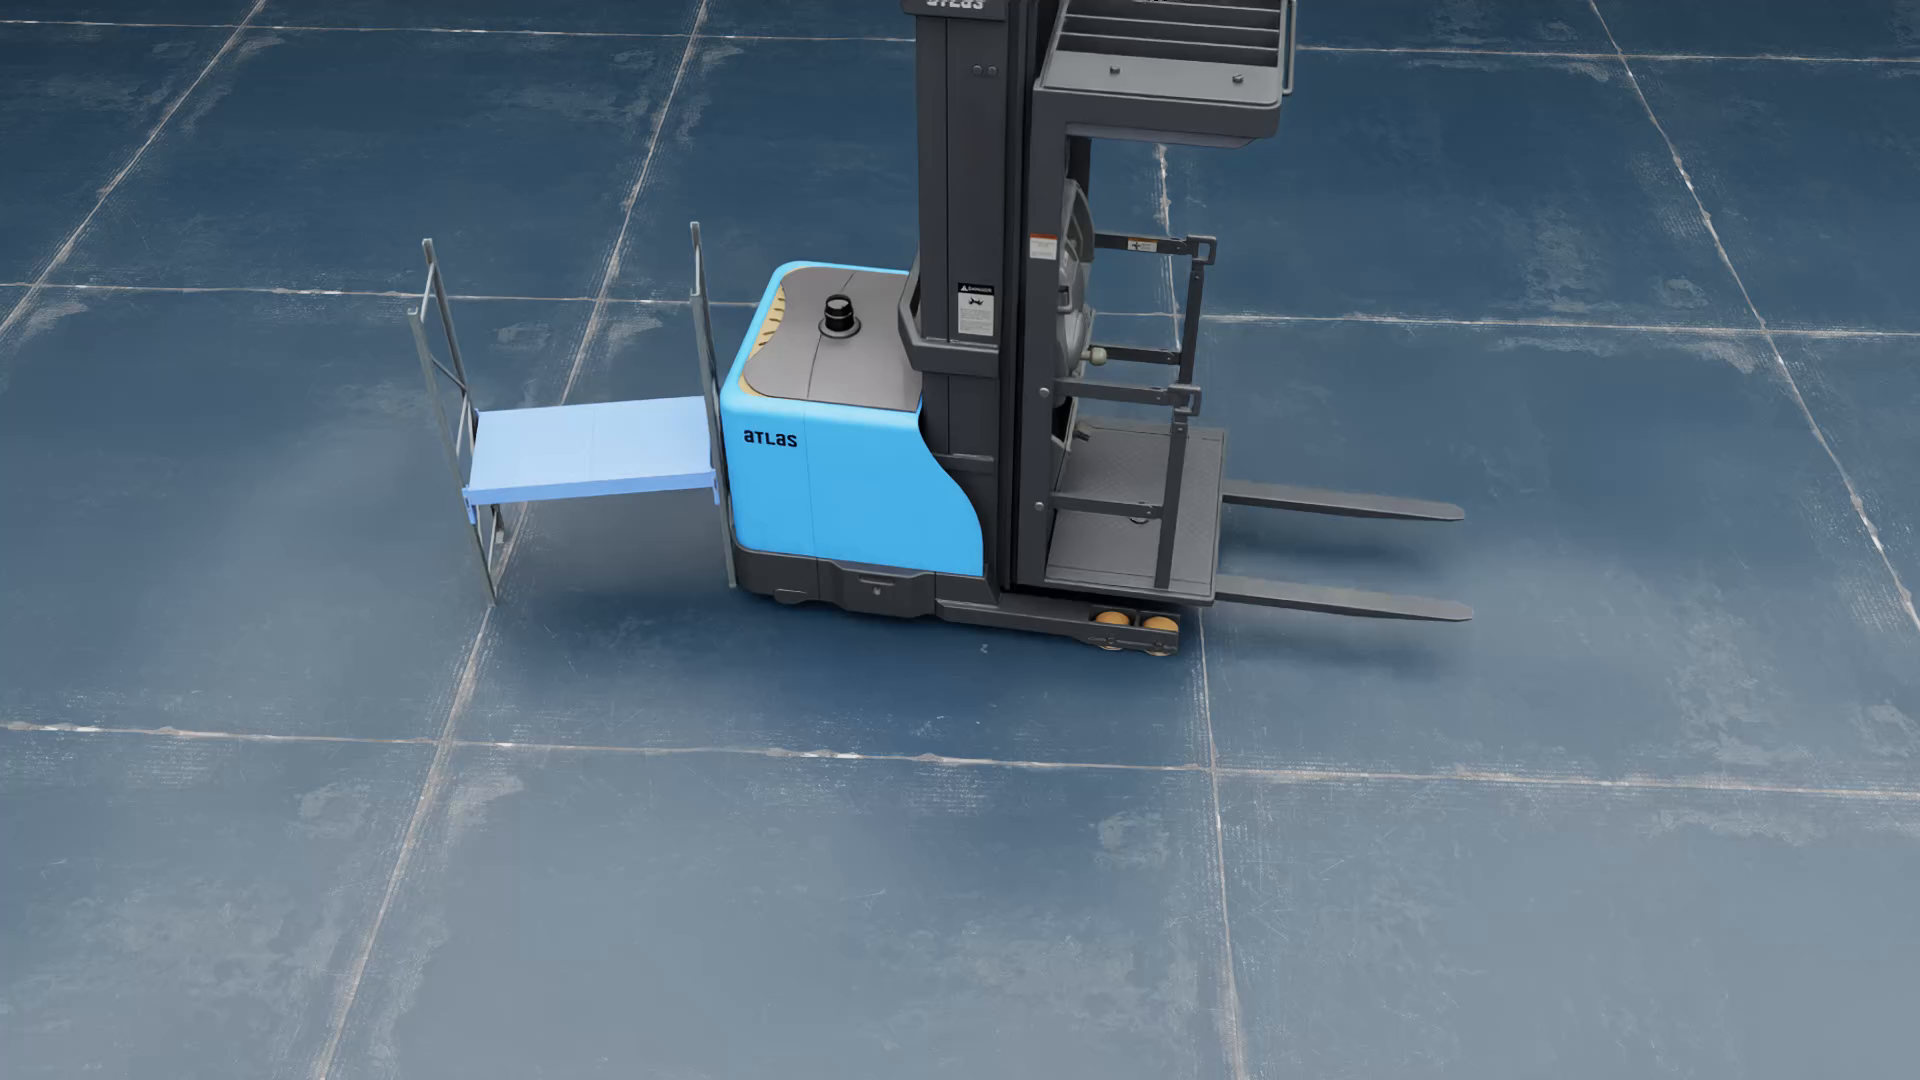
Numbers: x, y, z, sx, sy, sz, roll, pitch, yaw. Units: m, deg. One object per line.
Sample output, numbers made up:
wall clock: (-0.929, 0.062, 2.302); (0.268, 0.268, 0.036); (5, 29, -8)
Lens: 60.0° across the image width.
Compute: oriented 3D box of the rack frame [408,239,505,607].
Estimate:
rack frame: (-2.011, -0.437, 6.704); (0.032, 1.500, 0.500); (-5, 43, -5)

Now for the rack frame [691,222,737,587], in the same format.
rack frame: (-1.002, -0.519, 6.792); (0.032, 1.500, 0.500); (-5, 43, -5)

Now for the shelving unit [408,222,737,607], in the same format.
shelving unit: (-1.507, -0.478, 6.748); (1.048, 1.500, 0.538); (-5, 43, -5)

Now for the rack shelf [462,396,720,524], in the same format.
rack shelf: (-1.507, -0.346, 6.871); (1.000, 0.185, 0.538); (-5, 43, -5)

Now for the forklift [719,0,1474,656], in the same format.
forklift: (0.622, -0.989, 6.246); (3.031, 2.935, 1.130); (7, 43, 7)
